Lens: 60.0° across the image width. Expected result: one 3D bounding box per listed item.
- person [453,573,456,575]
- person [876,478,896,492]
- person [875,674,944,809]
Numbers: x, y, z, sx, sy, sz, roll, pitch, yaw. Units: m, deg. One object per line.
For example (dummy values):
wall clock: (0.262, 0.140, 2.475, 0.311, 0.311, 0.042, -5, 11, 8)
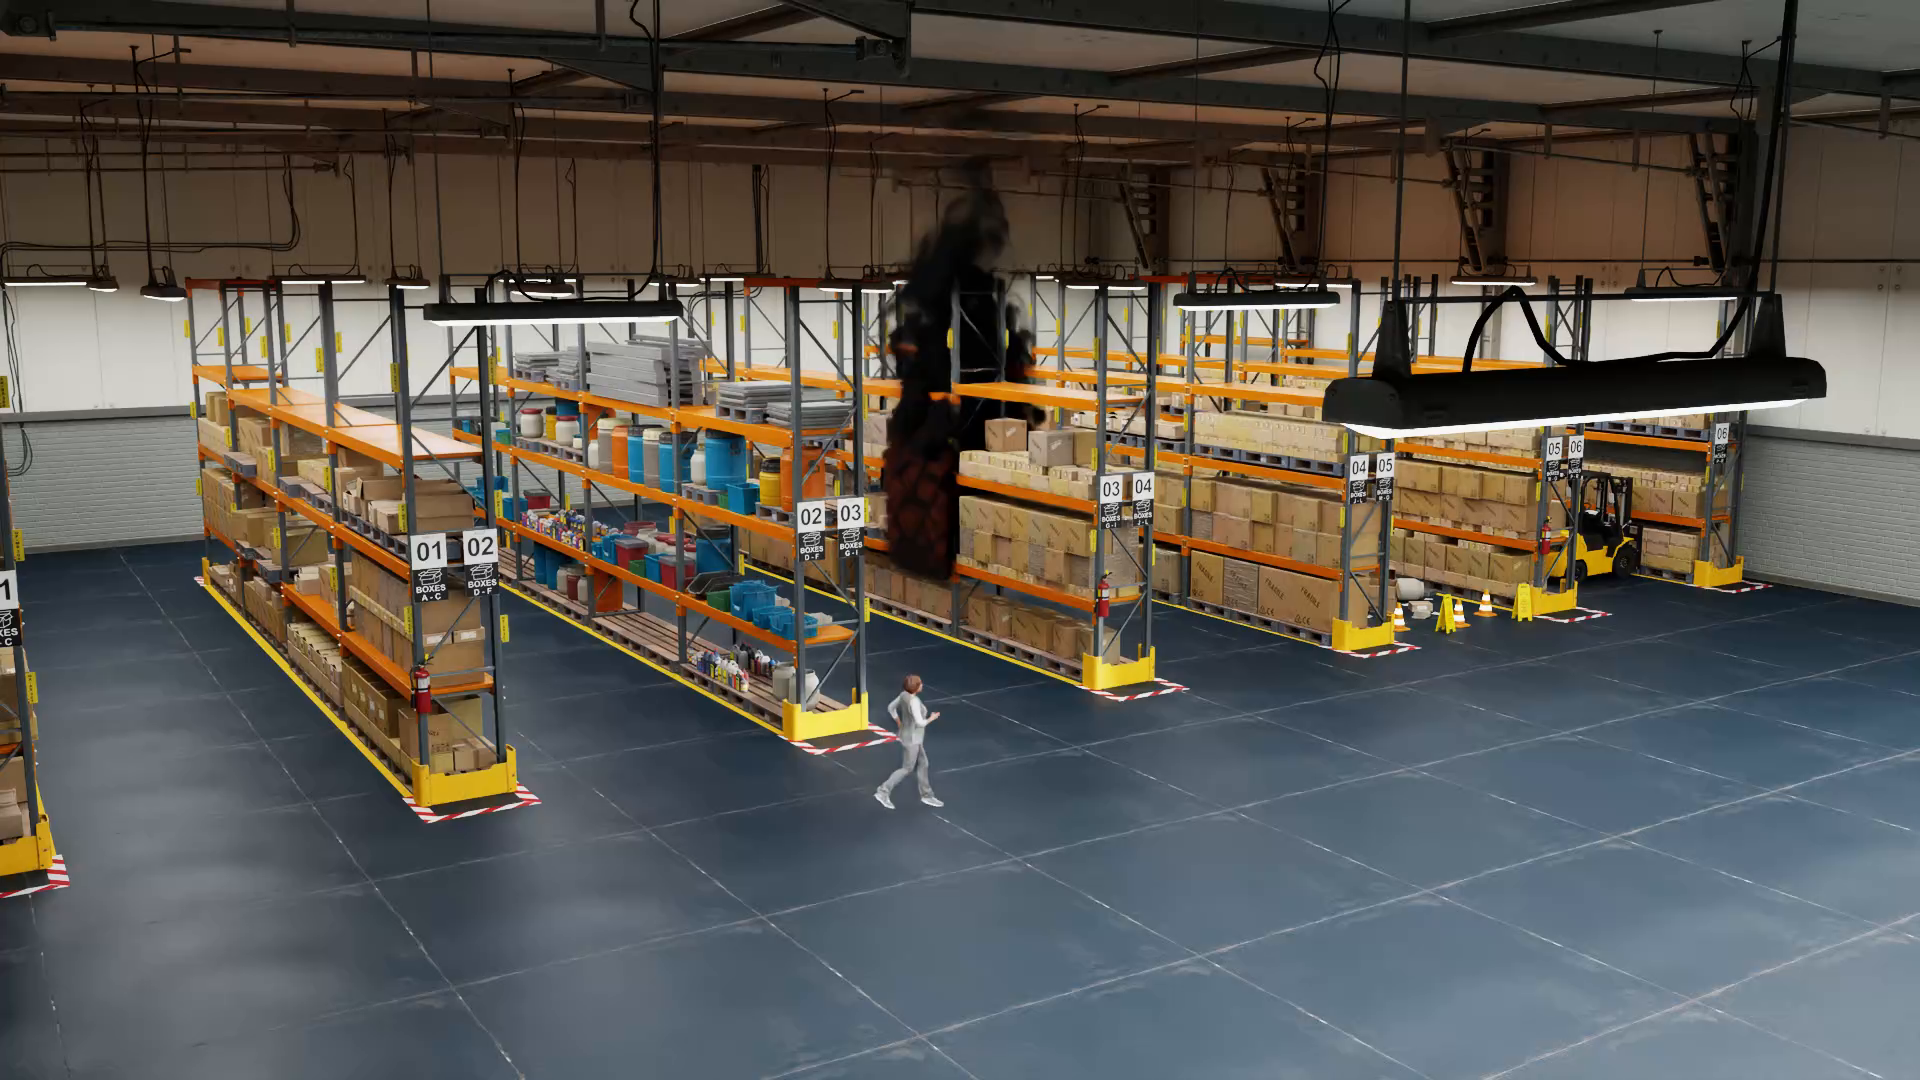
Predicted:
person: (-9.111, 0.579, 29.341, 0.665, 1.735, 0.590, -8, 12, -39)
person: (-1.828, -1.546, 42.322, 0.956, 1.606, 0.744, 3, 10, 18)
person: (-0.585, 2.385, 19.189, 0.831, 1.513, 0.566, -2, 10, -14)
